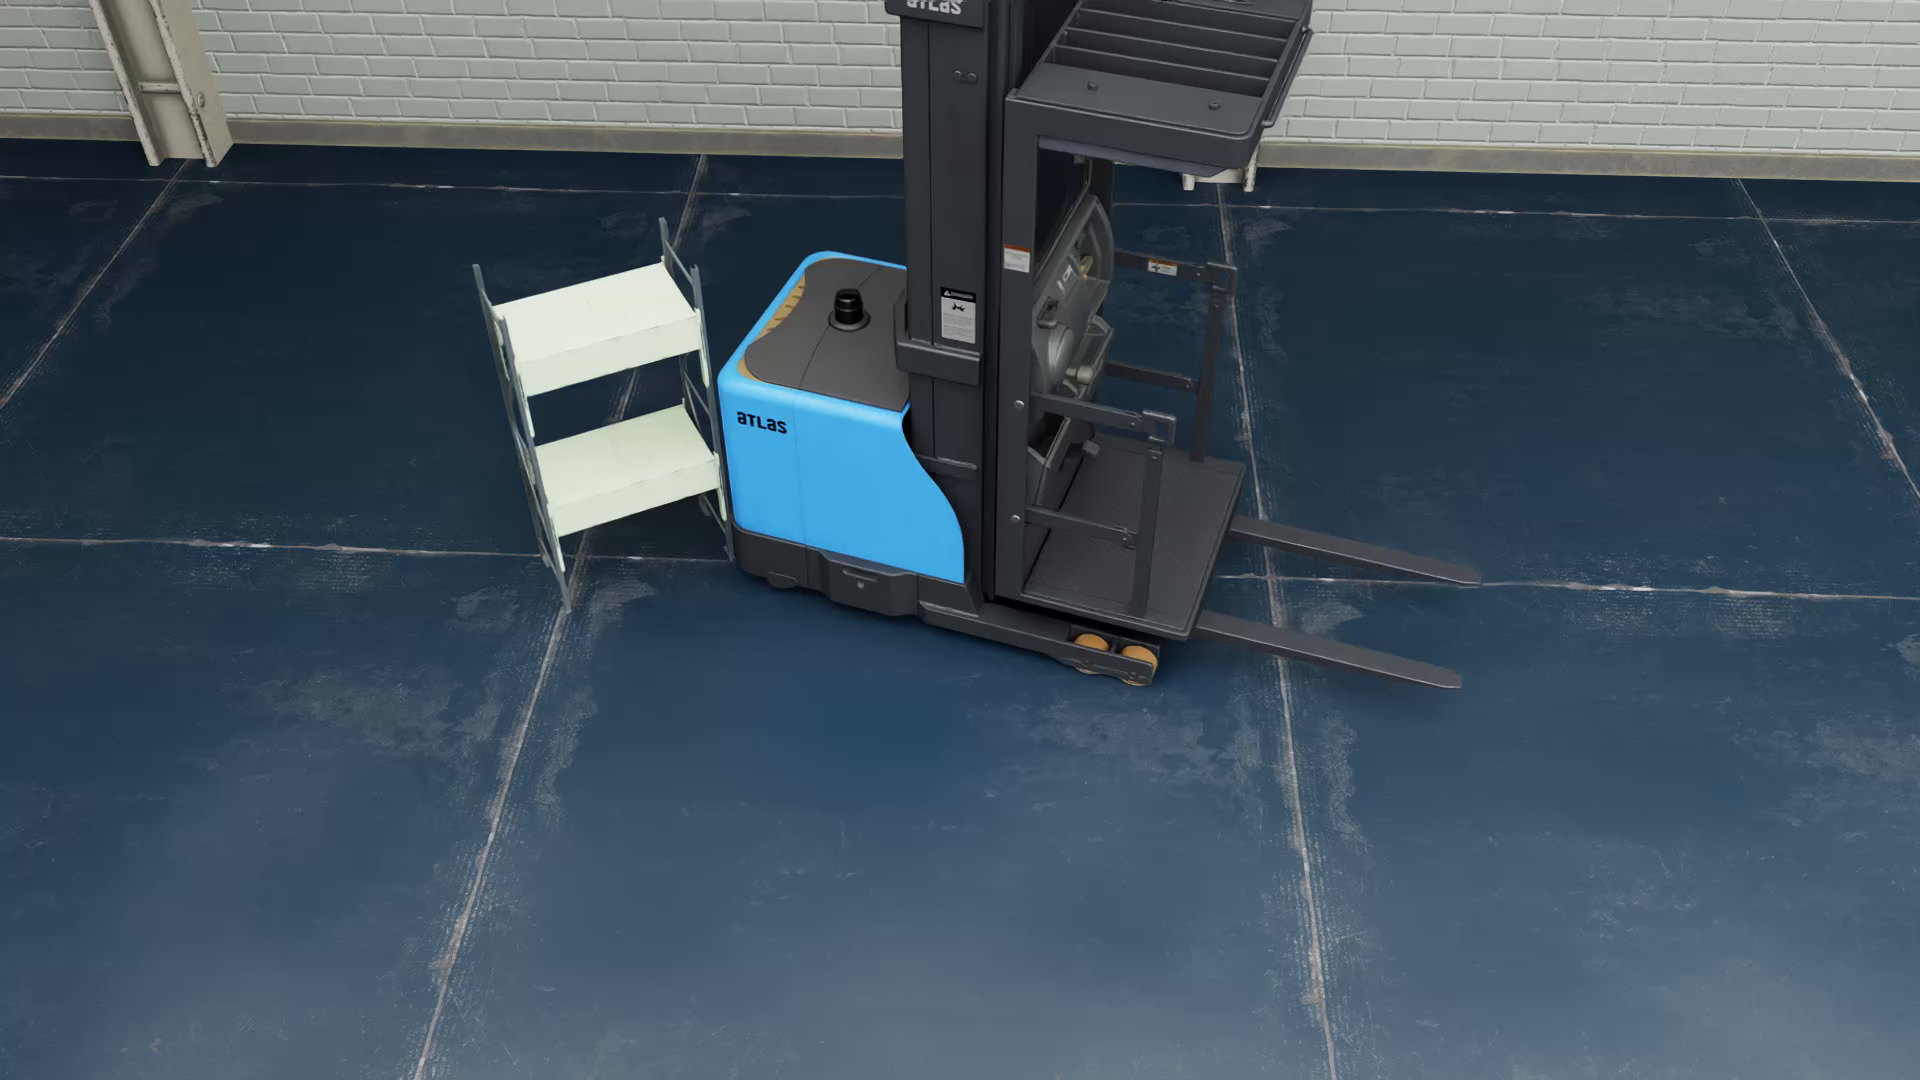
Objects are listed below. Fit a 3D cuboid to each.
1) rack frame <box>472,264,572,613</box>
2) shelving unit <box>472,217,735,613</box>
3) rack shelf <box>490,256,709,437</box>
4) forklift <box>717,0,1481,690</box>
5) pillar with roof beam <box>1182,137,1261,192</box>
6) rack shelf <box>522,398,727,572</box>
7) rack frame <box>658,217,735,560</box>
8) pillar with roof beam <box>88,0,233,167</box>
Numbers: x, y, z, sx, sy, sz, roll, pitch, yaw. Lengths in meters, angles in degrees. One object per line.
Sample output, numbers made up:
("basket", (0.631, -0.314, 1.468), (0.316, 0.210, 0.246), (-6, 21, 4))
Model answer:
("rack frame", (-1.734, -0.365, 6.627), (0.023, 1.500, 0.400), (-19, 46, -19))
("shelving unit", (-1.406, -0.476, 6.746), (0.755, 1.500, 0.431), (-19, 46, -19))
("rack shelf", (-1.406, -0.761, 6.480), (0.720, 0.370, 0.431), (-19, 46, -19))
("forklift", (0.610, -0.895, 6.146), (3.031, 2.935, 1.130), (13, 45, 14))
("pillar with roof beam", (1.285, -2.456, 3.369), (0.400, 9.000, 9.100), (2, 43, 2))
("rack shelf", (-1.406, -0.237, 6.968), (0.720, 0.370, 0.431), (-19, 46, -19))
("rack frame", (-1.078, -0.586, 6.865), (0.023, 1.500, 0.400), (-19, 46, -19))
("pillar with roof beam", (-4.709, -2.640, 3.567), (0.400, 9.000, 9.100), (2, 43, 2))
